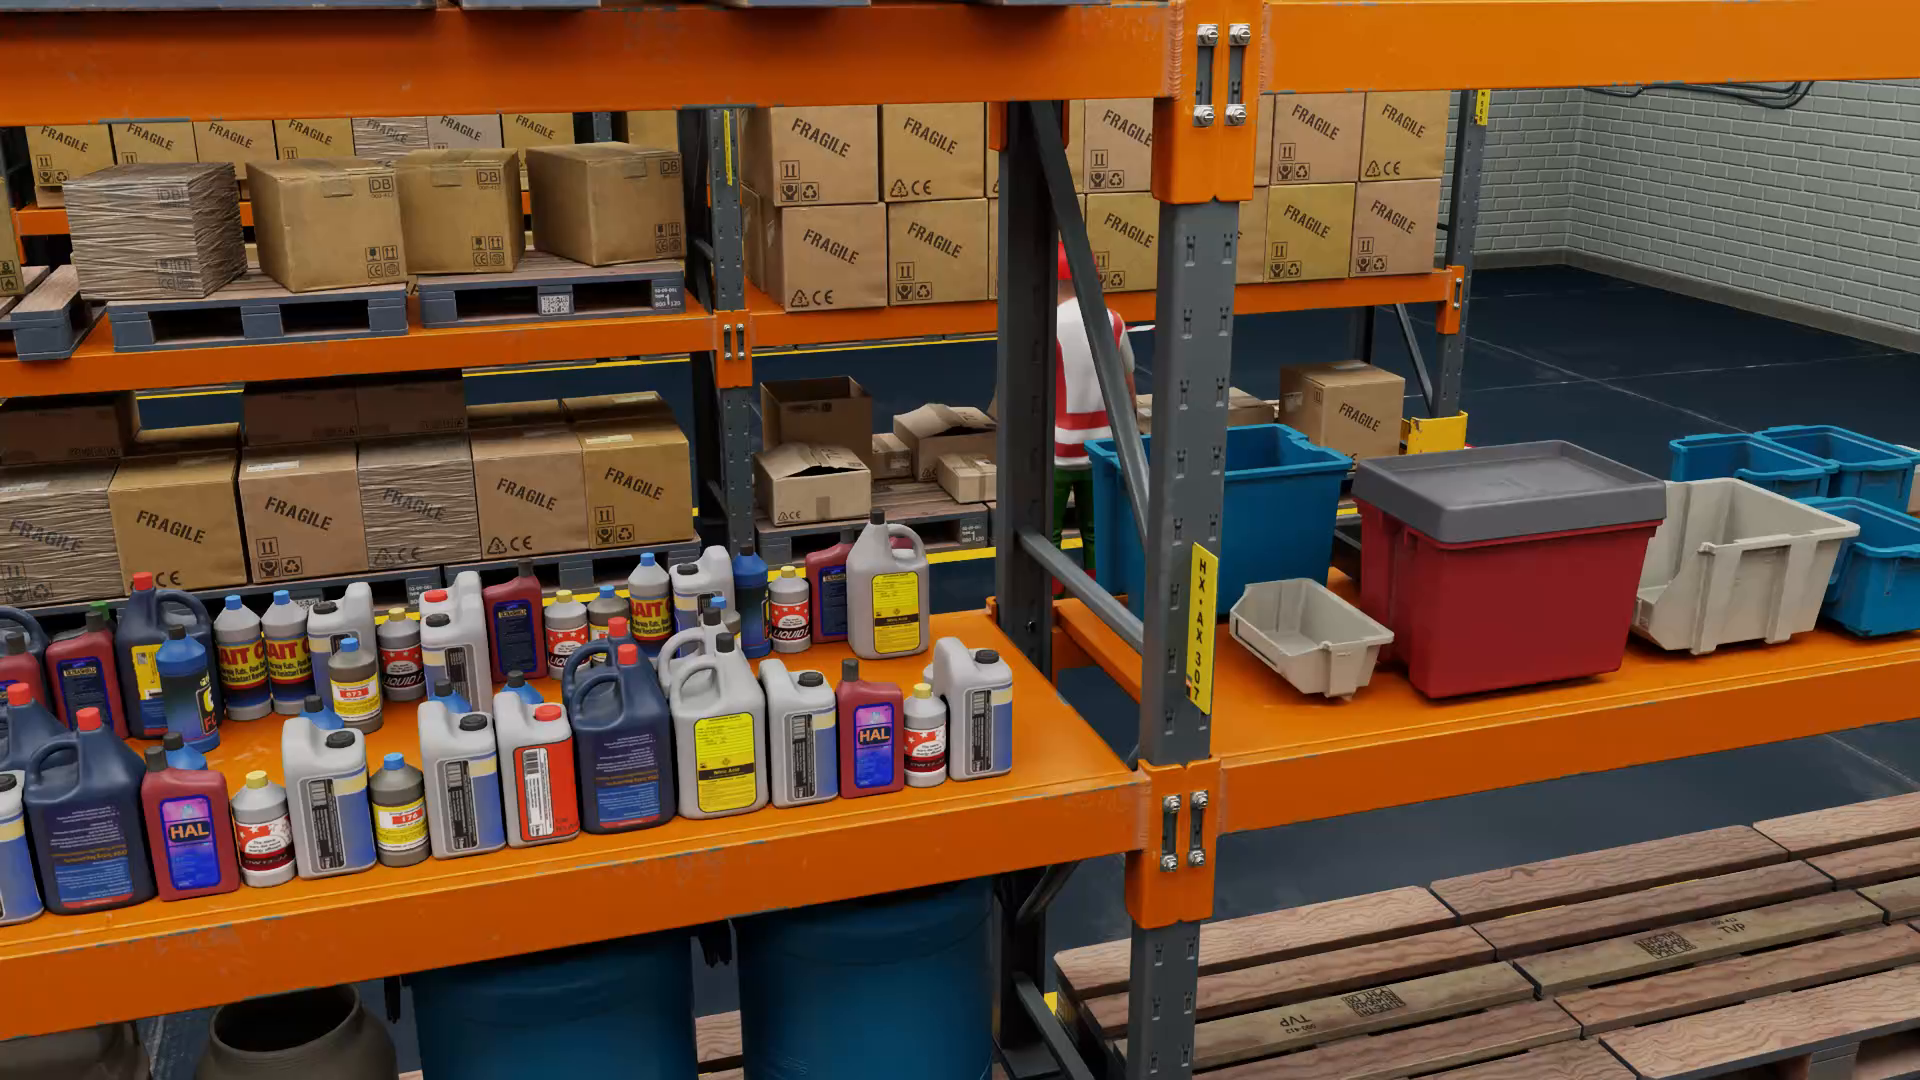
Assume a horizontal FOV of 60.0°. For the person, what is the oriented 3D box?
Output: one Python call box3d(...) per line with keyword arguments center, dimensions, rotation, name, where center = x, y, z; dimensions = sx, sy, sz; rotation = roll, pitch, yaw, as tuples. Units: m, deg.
box3d(center=(0.471, -0.386, 7.162), dimensions=(0.592, 1.778, 0.447), rotation=(-7, 20, -19), name="person")
